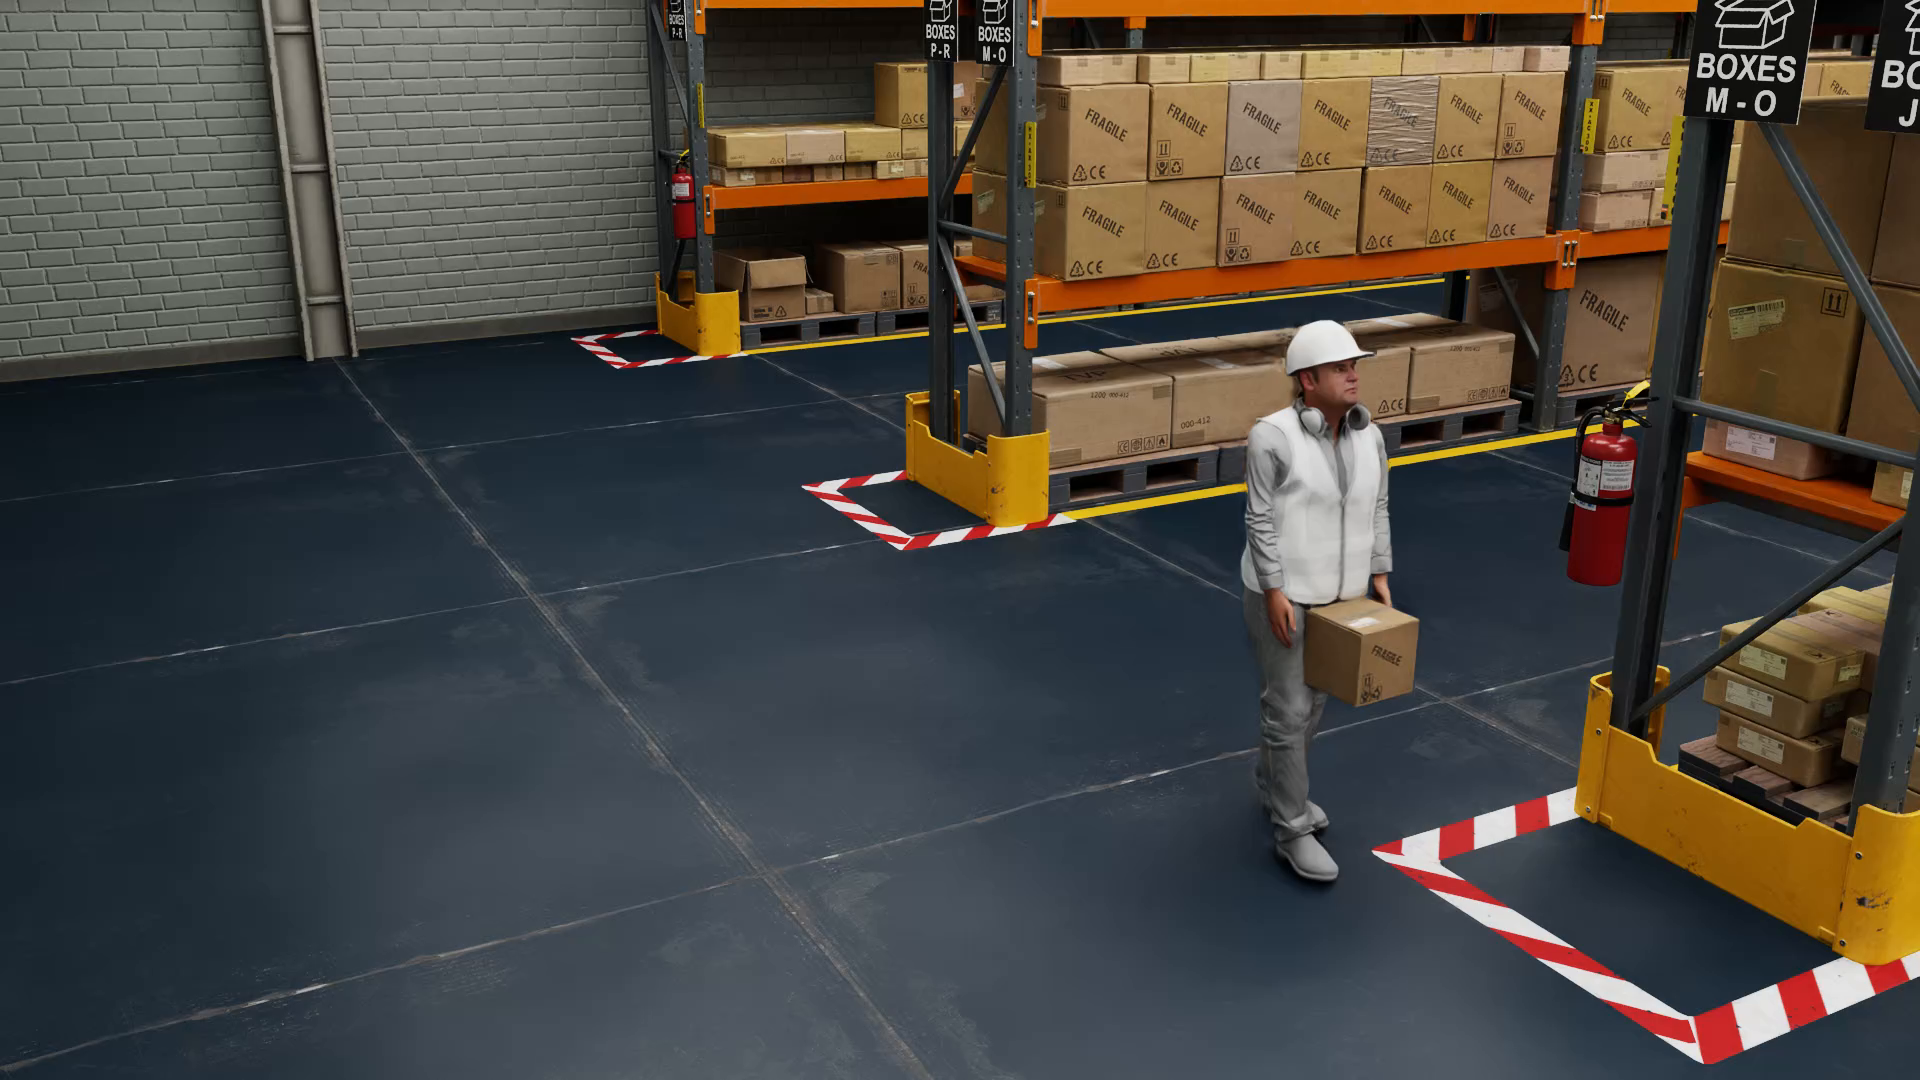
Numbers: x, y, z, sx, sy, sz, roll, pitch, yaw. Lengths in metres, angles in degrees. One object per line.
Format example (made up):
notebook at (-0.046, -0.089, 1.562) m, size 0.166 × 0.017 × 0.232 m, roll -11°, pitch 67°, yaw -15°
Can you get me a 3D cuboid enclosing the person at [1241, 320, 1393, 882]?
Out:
person at (1.209, 0.178, 5.442) m, size 0.539 × 1.769 × 0.633 m, roll -10°, pitch 21°, yaw -27°
